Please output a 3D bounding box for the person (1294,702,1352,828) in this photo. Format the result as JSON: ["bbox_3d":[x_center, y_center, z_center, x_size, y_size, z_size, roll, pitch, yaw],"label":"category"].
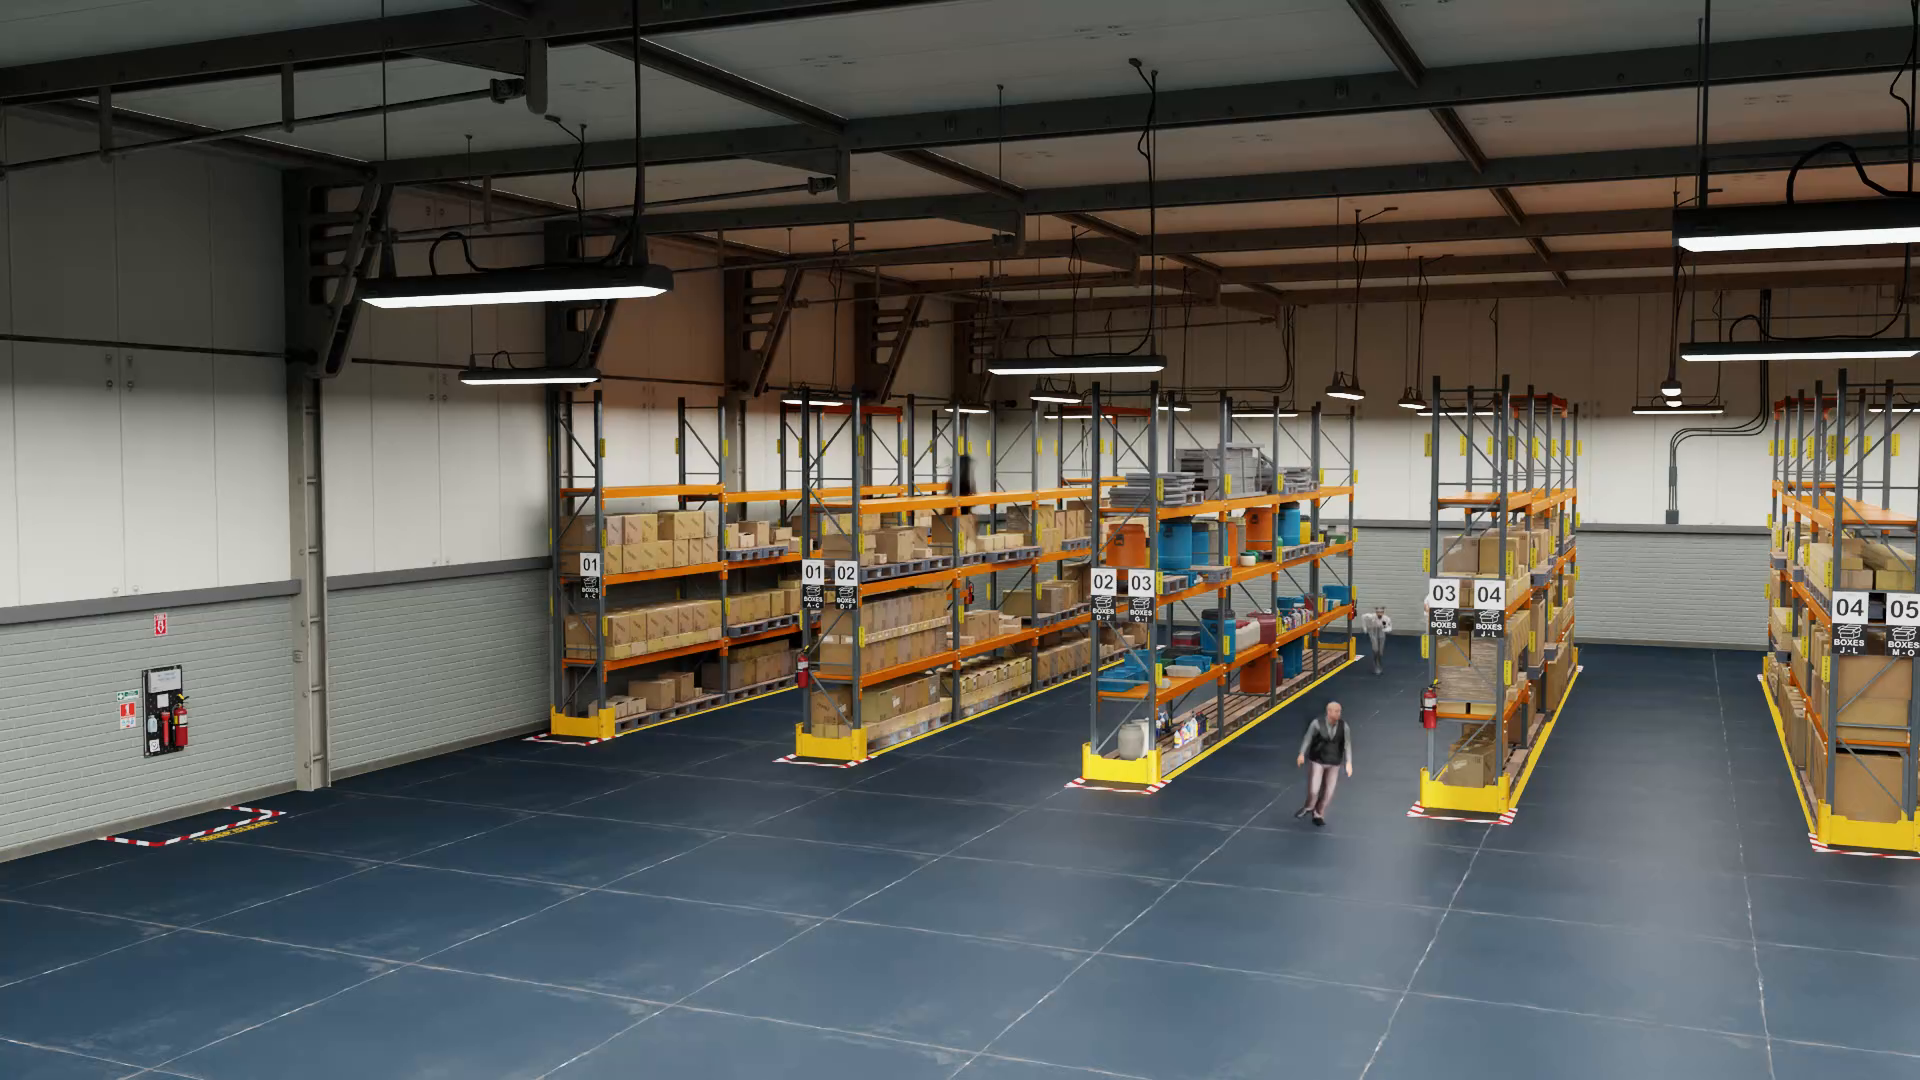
[{"bbox_3d":[4.806,2.958,21.979,0.692,1.697,0.545,0,3,-6],"label":"person"}]

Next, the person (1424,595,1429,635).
[{"bbox_3d":[11.812,1.915,41.304,0.656,1.614,0.510,-2,4,-30],"label":"person"}]

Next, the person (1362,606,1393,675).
[{"bbox_3d":[9.241,2.213,36.843,0.609,1.567,0.928,1,3,9],"label":"person"}]

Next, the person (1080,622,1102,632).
[{"bbox_3d":[3.502,1.942,42.991,0.980,1.413,0.533,3,4,42],"label":"person"}]
